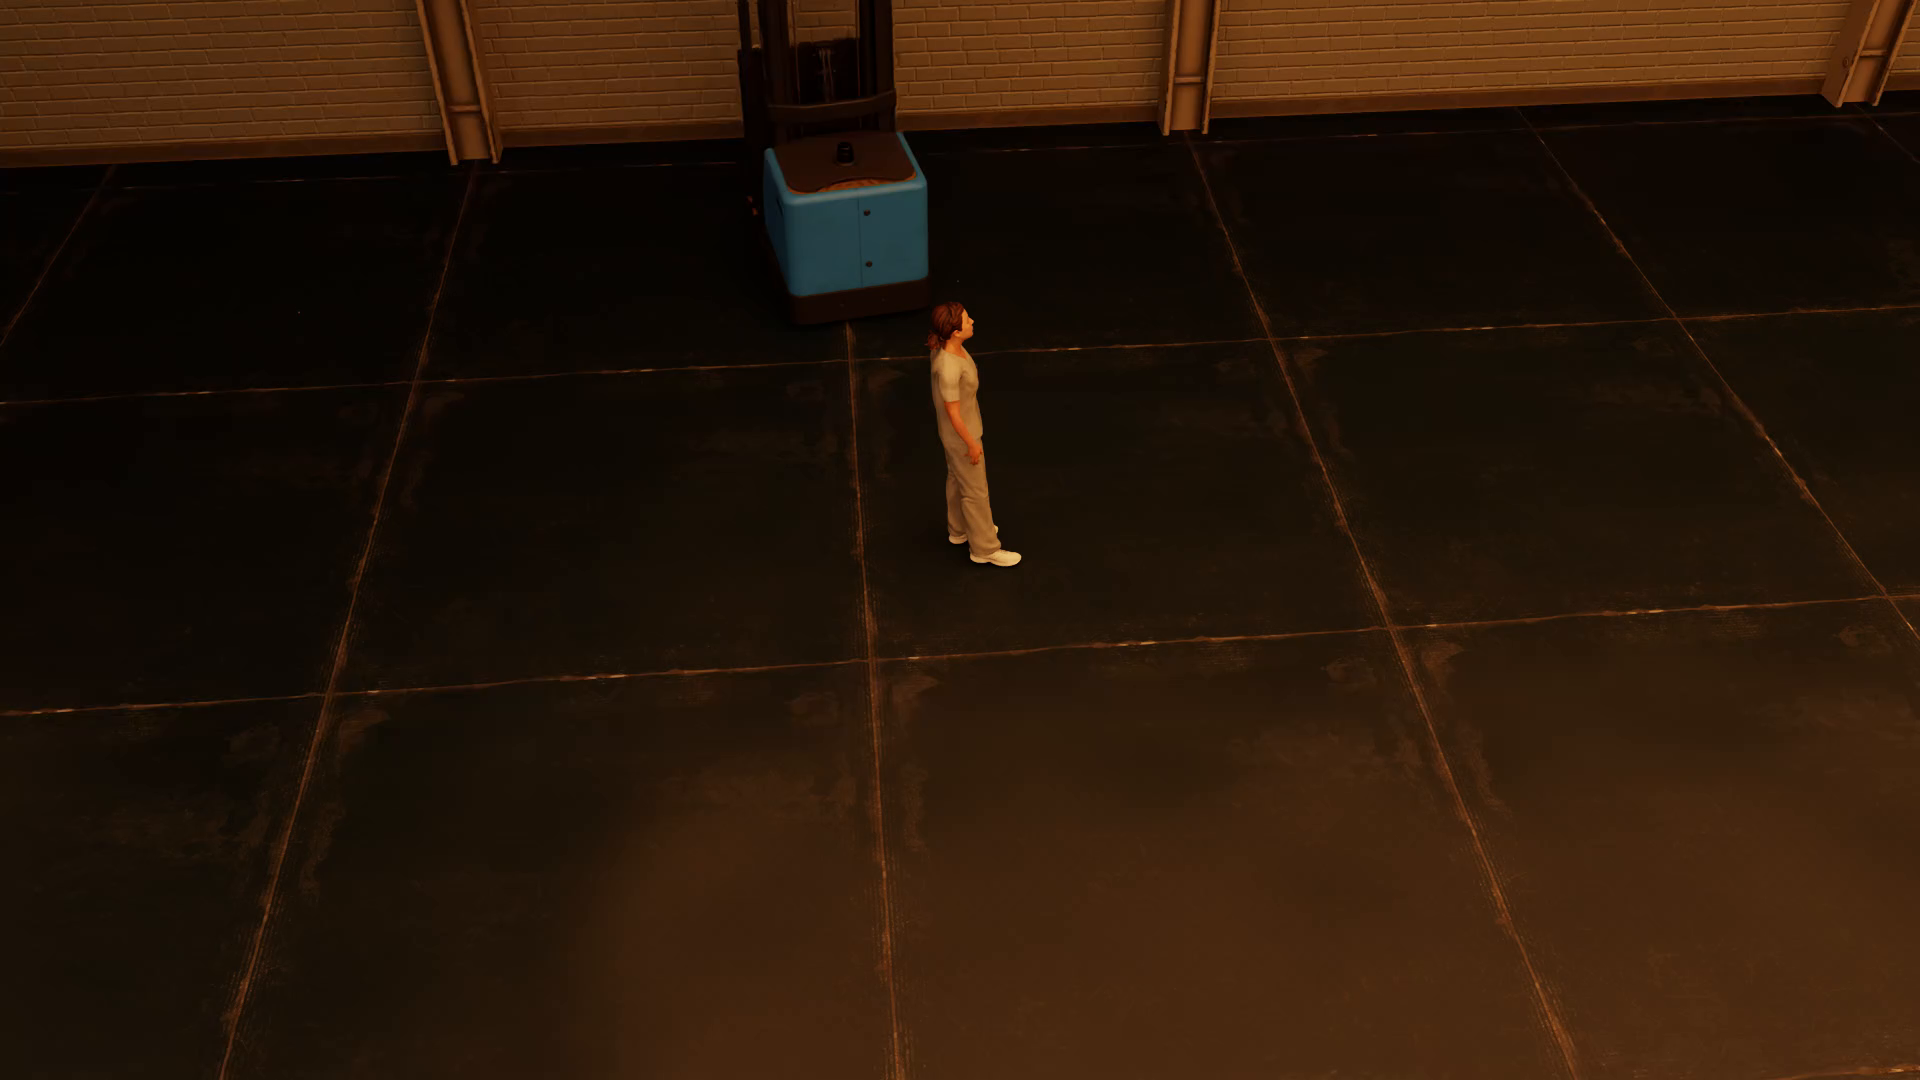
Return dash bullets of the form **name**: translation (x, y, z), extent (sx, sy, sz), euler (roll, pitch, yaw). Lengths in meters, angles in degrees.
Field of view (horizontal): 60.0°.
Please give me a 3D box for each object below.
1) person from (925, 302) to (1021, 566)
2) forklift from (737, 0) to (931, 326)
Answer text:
- **person**: translation (0.074, -0.638, 9.639), extent (0.549, 1.675, 0.550), euler (-3, 41, -4)
- **forklift**: translation (-1.085, -3.612, 12.161), extent (1.130, 2.935, 3.031), euler (-10, 42, -11)
